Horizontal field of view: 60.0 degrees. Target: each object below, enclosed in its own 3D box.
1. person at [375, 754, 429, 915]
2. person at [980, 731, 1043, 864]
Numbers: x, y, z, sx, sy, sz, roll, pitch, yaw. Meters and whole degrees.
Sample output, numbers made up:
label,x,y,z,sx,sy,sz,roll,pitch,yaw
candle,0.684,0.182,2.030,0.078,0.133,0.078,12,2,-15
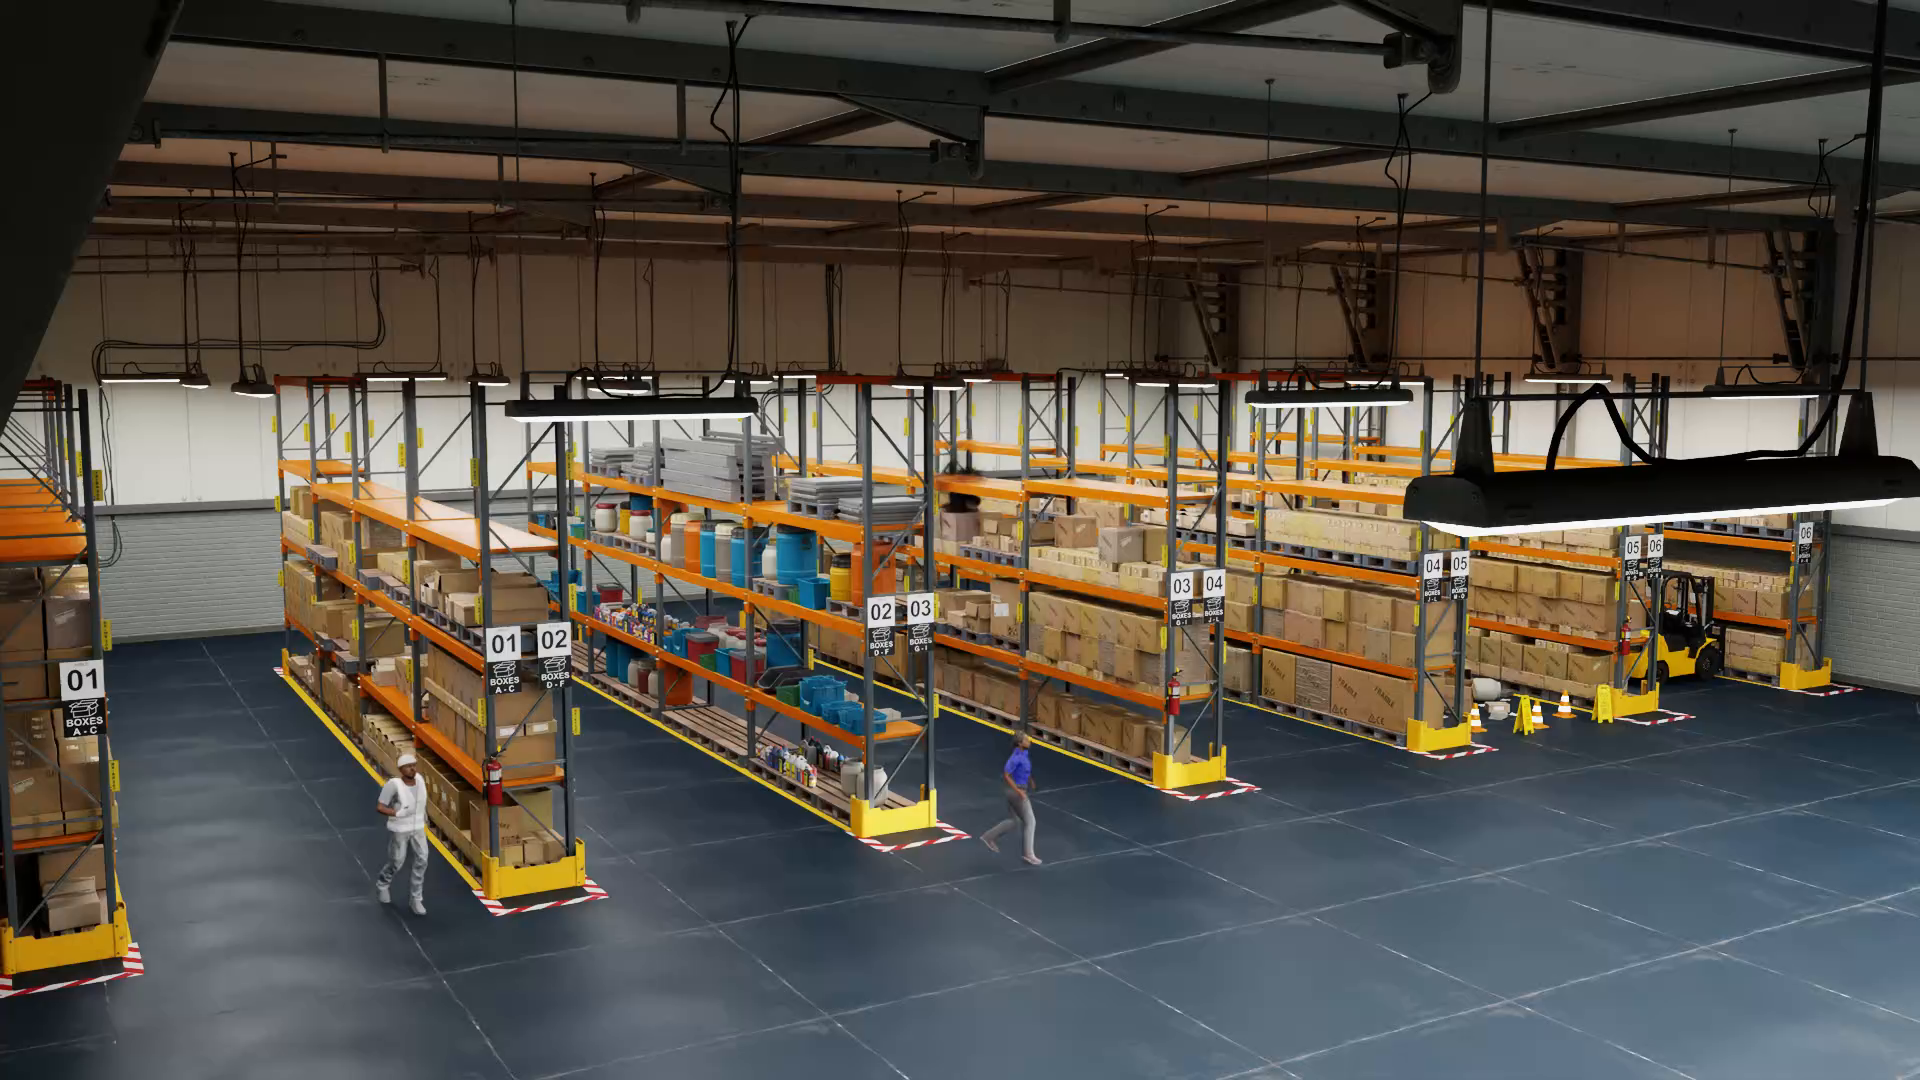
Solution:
label,x,y,z,sx,sy,sz,roll,pitch,yaw
person,-6.402,3.362,19.170,0.820,1.828,0.706,5,8,37
person,0.652,3.234,20.960,0.799,1.680,0.590,0,6,3
